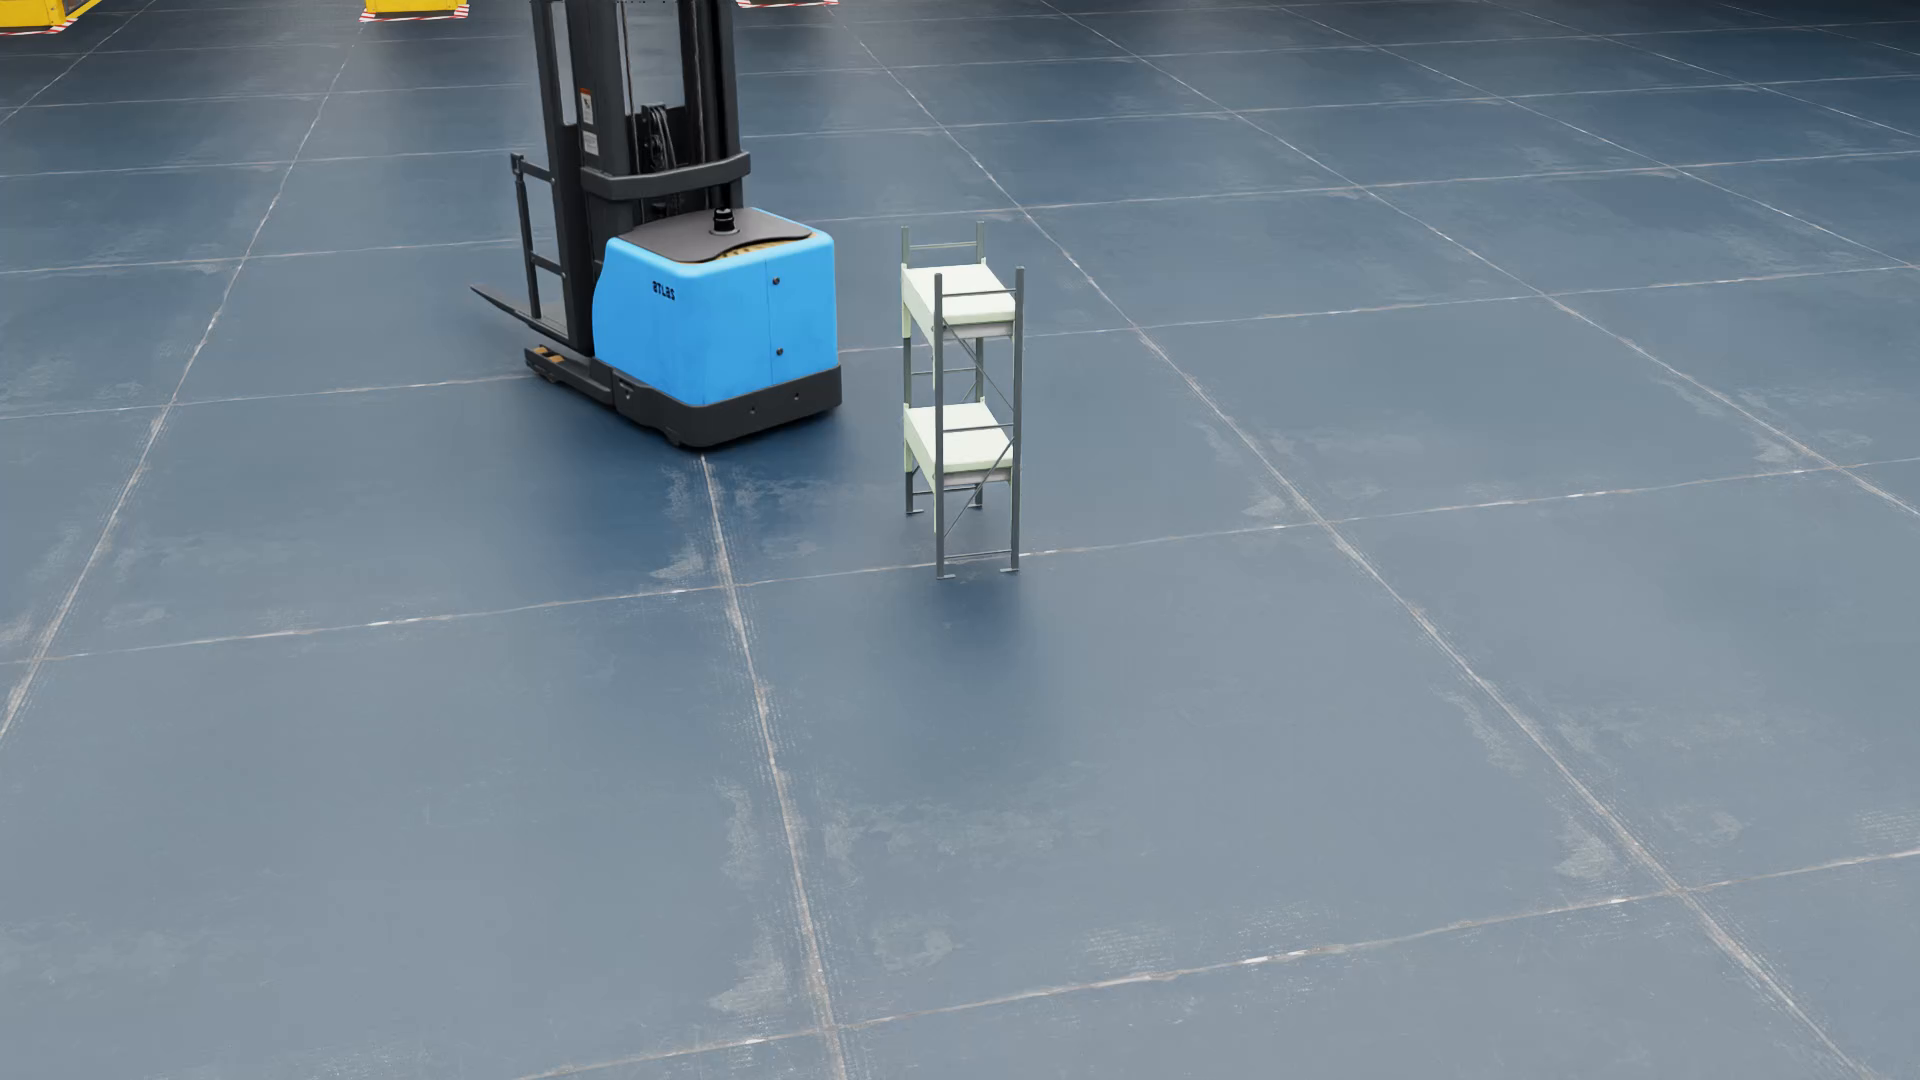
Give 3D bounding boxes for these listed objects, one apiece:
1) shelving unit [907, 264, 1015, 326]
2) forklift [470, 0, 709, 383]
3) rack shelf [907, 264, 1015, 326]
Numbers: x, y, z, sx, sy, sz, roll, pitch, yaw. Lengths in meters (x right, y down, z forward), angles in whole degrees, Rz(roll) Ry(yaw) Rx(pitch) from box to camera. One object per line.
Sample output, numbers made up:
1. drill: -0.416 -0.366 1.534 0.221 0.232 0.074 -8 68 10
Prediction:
1. shelving unit: 0.002 -1.134 7.670 0.368 0.052 0.686 -6 27 -12
2. forklift: -2.316 -2.458 10.088 1.118 2.733 2.170 -22 34 -36
3. rack shelf: 0.002 -1.134 7.670 0.368 0.052 0.686 -6 27 -12
